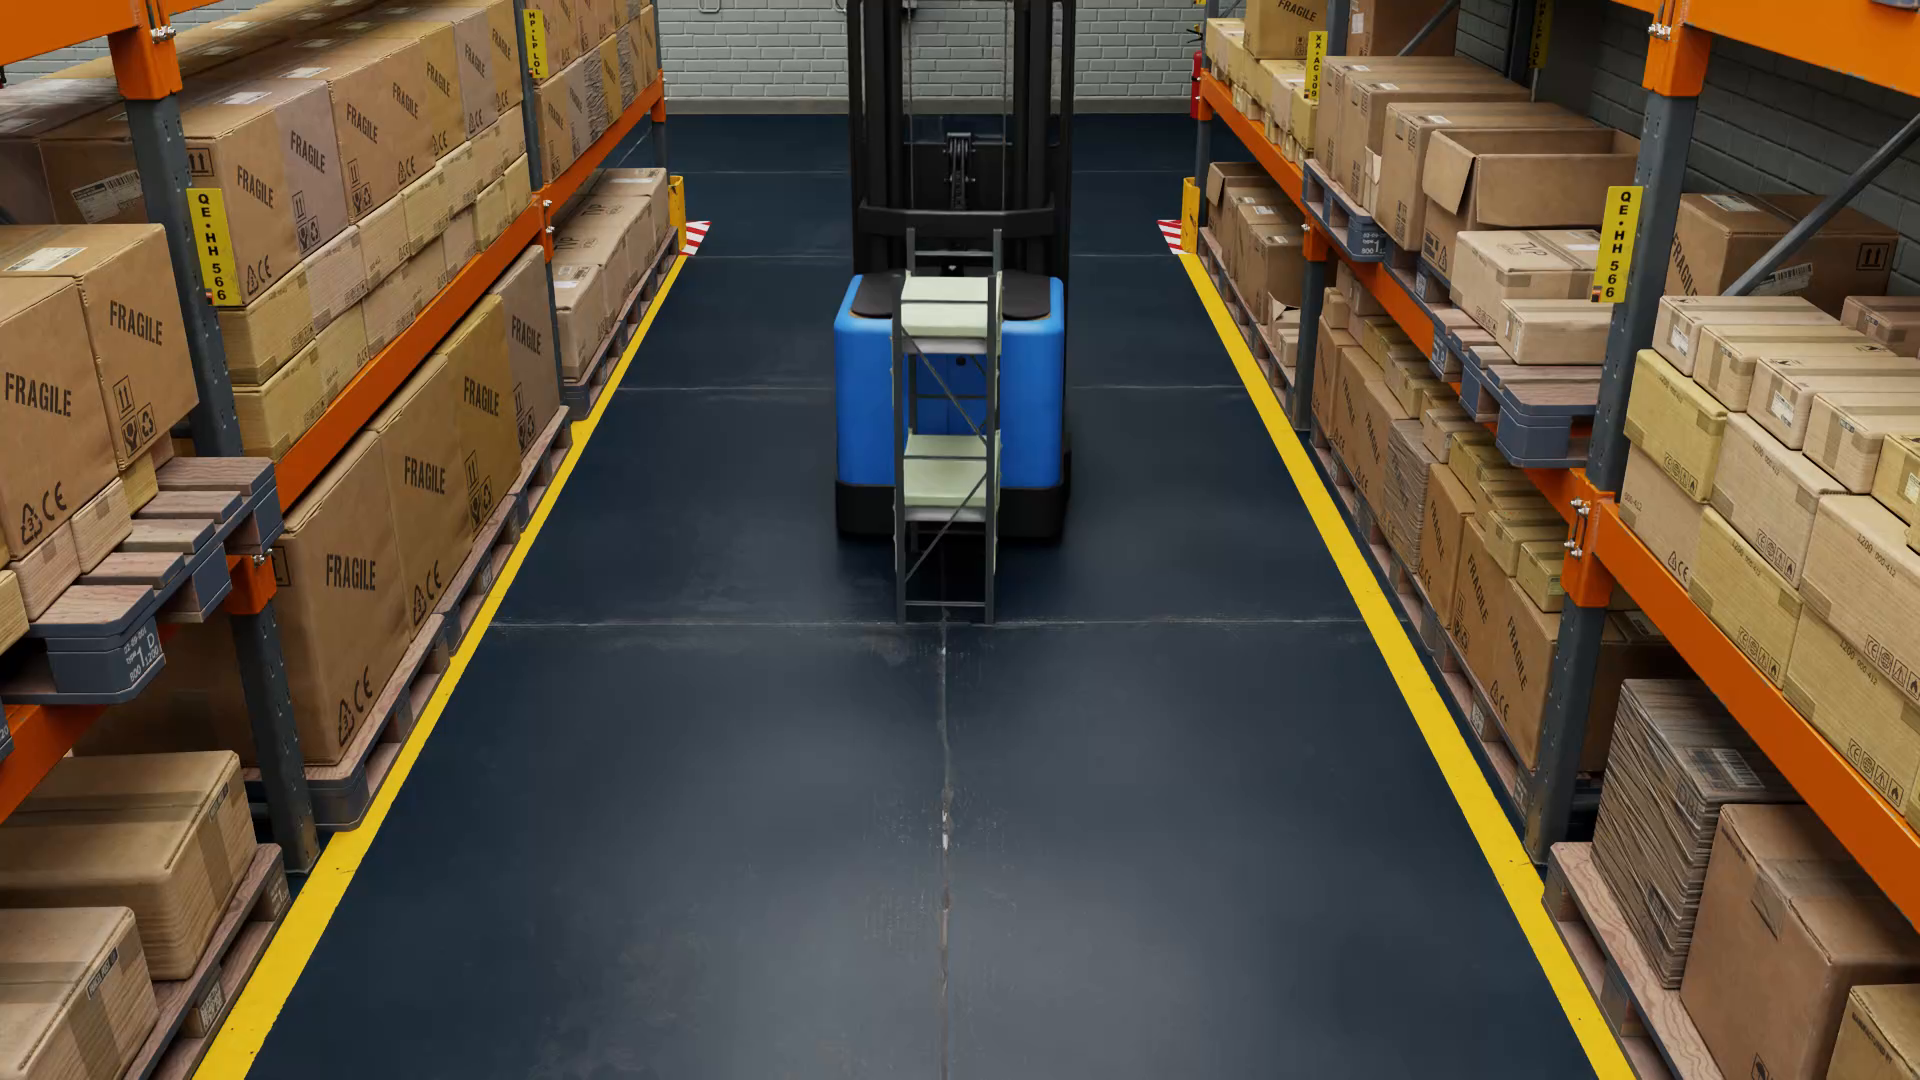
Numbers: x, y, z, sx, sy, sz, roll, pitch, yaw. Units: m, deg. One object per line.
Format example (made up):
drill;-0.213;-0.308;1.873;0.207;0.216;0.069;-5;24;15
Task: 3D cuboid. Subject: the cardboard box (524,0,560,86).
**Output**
cardboard box;-2.406;-2.653;8.642;0.500;0.500;0.500;0;24;0

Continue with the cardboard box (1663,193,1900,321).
cardboard box;2.515;-0.780;5.204;0.500;0.500;0.500;1;24;2

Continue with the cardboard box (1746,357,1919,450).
cardboard box;2.105;-0.323;3.916;0.380;0.149;0.250;0;24;1

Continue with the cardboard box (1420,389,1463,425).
cardboard box;2.167;-0.529;7.016;0.380;0.149;0.250;0;24;0

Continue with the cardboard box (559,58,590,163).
cardboard box;-2.388;-2.403;9.301;0.500;0.500;0.500;0;24;0

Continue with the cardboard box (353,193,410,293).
cardboard box;-2.356;-1.095;6.105;0.500;0.250;0.500;0;24;-1

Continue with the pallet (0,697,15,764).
pallet;-2.537;0.596;3.025;1.003;0.211;1.213;0;24;-1

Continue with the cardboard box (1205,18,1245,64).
cardboard box;2.012;-3.506;11.683;0.500;0.250;0.500;0;24;0

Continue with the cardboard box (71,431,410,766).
cardboard box;-2.524;0.185;5.770;0.875;0.875;0.875;0;24;-1

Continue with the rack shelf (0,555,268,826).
rack shelf;-2.578;0.845;3.114;1.077;0.370;4.000;0;24;-1

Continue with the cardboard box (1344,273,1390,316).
cardboard box;2.109;-1.207;8.153;0.380;0.149;0.250;-1;24;-3

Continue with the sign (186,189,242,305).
sign;-2.057;-0.805;4.580;0.100;0.325;0.005;0;24;-1

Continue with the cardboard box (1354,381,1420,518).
cardboard box;2.117;-0.406;7.531;0.500;0.500;0.500;-1;24;-2

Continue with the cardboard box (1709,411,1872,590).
cardboard box;2.129;-0.100;3.906;0.500;0.250;0.500;0;24;1

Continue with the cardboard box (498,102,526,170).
cardboard box;-2.395;-1.934;7.961;0.500;0.250;0.500;0;24;-1

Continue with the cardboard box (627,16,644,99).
cardboard box;-2.426;-3.244;11.162;0.500;0.500;0.500;-1;24;-2

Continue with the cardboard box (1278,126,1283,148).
cardboard box;2.037;-2.317;9.538;0.380;0.149;0.250;0;24;1

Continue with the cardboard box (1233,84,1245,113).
cardboard box;1.970;-2.845;10.705;0.380;0.149;0.250;-1;24;-2

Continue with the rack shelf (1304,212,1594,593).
rack shelf;2.342;-0.827;6.811;1.077;0.370;4.000;0;24;-1

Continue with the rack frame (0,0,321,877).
rack frame;-2.599;-0.307;4.788;1.000;3.000;0.127;0;24;-1

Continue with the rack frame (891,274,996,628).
rack frame;-0.061;-0.324;6.647;0.400;1.500;0.023;1;24;3

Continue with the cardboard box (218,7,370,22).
cardboard box;-2.893;-2.064;7.339;0.500;0.500;0.500;0;24;-1

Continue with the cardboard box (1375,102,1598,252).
cardboard box;2.116;-1.479;6.748;0.700;0.500;0.500;0;24;-1

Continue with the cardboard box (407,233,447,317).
cardboard box;-2.385;-1.072;6.663;0.500;0.250;0.500;0;24;-1

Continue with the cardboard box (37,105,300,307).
cardboard box;-2.360;-1.012;5.013;0.500;0.500;0.500;-1;24;-2

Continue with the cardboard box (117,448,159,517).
cardboard box;-2.285;-0.139;4.214;0.380;0.149;0.250;0;24;0

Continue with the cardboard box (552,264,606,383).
cardboard box;-2.543;-1.238;9.447;0.875;0.438;0.875;-1;24;-1

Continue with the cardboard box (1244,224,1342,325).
cardboard box;2.170;-1.647;10.275;0.700;0.500;0.500;-1;24;-3

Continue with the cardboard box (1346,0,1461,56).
cardboard box;2.570;-3.003;9.660;0.500;0.500;0.500;-1;24;-2

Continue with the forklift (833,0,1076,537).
forklift;0.019;-1.915;8.427;1.130;2.935;3.031;1;24;3

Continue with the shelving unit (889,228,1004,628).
shelving unit;-0.043;-0.475;6.980;0.431;1.500;0.755;1;24;3

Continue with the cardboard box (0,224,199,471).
cardboard box;-2.316;-0.493;4.208;0.500;0.500;0.500;-1;24;-2

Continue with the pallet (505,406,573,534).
pallet;-2.559;-0.367;8.305;1.003;0.211;1.213;0;24;-1

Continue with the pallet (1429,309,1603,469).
pallet;2.286;-0.522;5.497;1.213;0.211;1.003;0;24;-1

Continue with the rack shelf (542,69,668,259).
rack shelf;-2.665;-2.451;10.403;1.077;0.370;4.000;0;24;-1

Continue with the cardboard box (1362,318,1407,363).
cardboard box;2.153;-0.958;7.966;0.380;0.149;0.250;-1;24;-3

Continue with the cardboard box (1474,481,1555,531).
cardboard box;2.113;-0.102;6.072;0.380;0.149;0.250;-1;24;-2

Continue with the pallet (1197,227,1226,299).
pallet;2.287;-1.997;11.909;1.003;0.211;1.213;0;24;-1

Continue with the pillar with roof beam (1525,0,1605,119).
pillar with roof beam;-1.091;-4.984;7.850;9.100;9.000;0.400;0;24;-1

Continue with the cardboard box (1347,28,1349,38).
cardboard box;2.551;-3.294;11.213;0.500;0.250;0.500;0;24;0

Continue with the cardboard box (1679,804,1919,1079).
cardboard box;2.372;1.086;4.080;0.875;0.625;0.625;1;24;1

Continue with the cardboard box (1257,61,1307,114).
cardboard box;2.058;-2.667;9.827;0.500;0.250;0.500;0;24;-1

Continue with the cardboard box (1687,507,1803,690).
cardboard box;2.125;0.129;4.007;0.500;0.250;0.500;-1;24;-2

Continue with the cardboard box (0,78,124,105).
cardboard box;-2.880;-1.231;5.497;0.500;0.500;0.500;0;24;0

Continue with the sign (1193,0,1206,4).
sign;1.734;-4.019;11.946;0.100;0.325;0.005;0;24;-1

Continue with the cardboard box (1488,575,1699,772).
cardboard box;2.144;0.444;5.653;0.500;0.500;0.500;0;24;1

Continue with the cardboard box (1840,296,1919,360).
cardboard box;2.570;-0.539;4.392;0.380;0.149;0.250;1;24;1

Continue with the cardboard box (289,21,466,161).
cardboard box;-2.388;-1.851;6.868;0.500;0.500;0.500;0;24;1

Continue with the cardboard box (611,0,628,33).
cardboard box;-2.406;-3.488;10.487;0.500;0.500;0.500;0;24;-1

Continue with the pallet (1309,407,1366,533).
pallet;2.367;-0.373;8.319;1.003;0.211;1.213;0;24;-1
